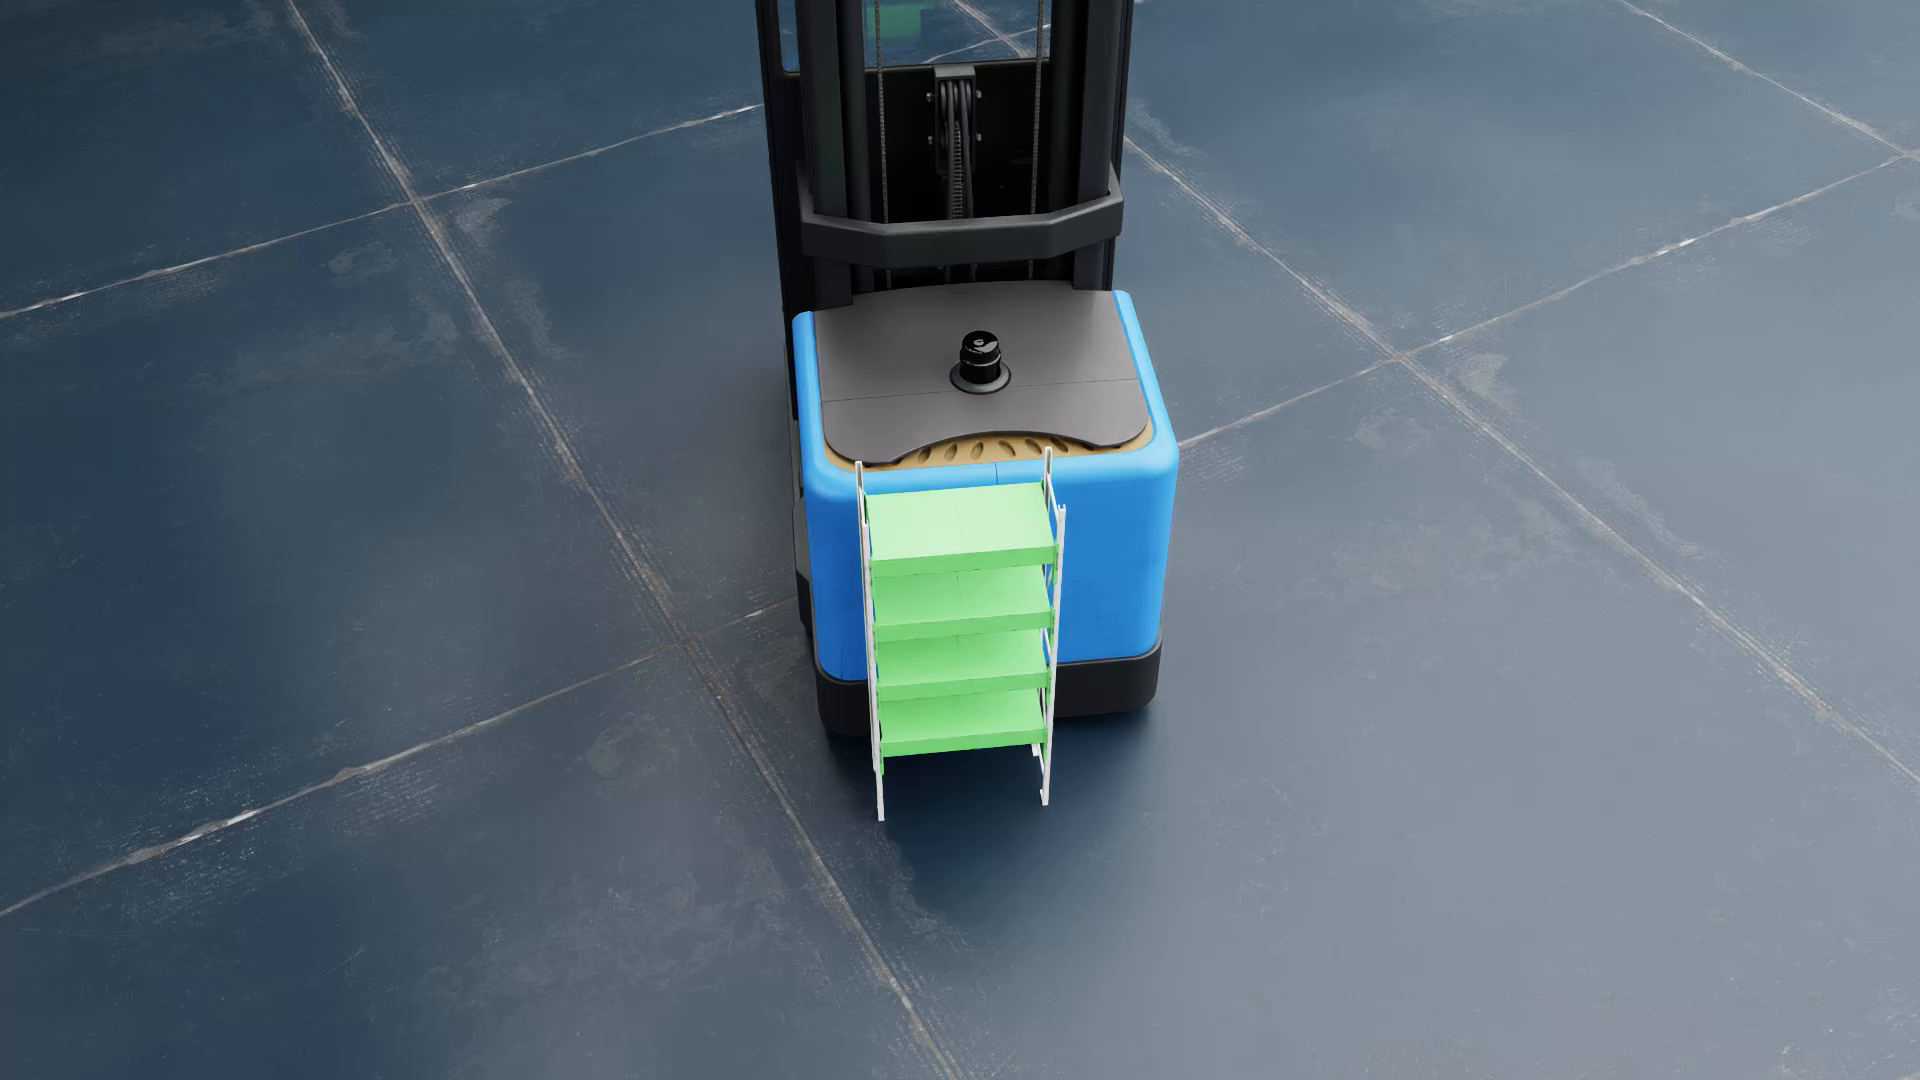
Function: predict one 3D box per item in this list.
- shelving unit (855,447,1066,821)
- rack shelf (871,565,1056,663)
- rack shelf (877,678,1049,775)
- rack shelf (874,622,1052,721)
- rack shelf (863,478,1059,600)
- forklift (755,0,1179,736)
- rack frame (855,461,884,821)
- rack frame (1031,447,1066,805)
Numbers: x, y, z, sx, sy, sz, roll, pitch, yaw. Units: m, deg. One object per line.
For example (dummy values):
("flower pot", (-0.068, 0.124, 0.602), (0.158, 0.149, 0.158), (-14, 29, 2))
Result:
("shelving unit", (-0.003, 0.294, 4.586), (0.503, 1.200, 0.258), (-5, 44, -5))
("rack shelf", (-0.003, 0.168, 4.463), (0.480, 0.148, 0.258), (-5, 44, -5))
("rack shelf", (-0.003, 0.512, 4.797), (0.480, 0.148, 0.258), (-5, 44, -5))
("rack shelf", (-0.003, 0.340, 4.630), (0.480, 0.148, 0.258), (-5, 44, -5))
("rack shelf", (-0.003, -0.005, 4.296), (0.480, 0.148, 0.258), (-5, 44, -5))
("forklift", (-0.072, -1.488, 5.179), (1.130, 2.935, 3.031), (-5, 44, -5))
("rack frame", (-0.245, 0.313, 4.565), (0.015, 1.200, 0.240), (-5, 44, -5))
("rack frame", (0.240, 0.274, 4.606), (0.015, 1.200, 0.240), (-5, 44, -5))
